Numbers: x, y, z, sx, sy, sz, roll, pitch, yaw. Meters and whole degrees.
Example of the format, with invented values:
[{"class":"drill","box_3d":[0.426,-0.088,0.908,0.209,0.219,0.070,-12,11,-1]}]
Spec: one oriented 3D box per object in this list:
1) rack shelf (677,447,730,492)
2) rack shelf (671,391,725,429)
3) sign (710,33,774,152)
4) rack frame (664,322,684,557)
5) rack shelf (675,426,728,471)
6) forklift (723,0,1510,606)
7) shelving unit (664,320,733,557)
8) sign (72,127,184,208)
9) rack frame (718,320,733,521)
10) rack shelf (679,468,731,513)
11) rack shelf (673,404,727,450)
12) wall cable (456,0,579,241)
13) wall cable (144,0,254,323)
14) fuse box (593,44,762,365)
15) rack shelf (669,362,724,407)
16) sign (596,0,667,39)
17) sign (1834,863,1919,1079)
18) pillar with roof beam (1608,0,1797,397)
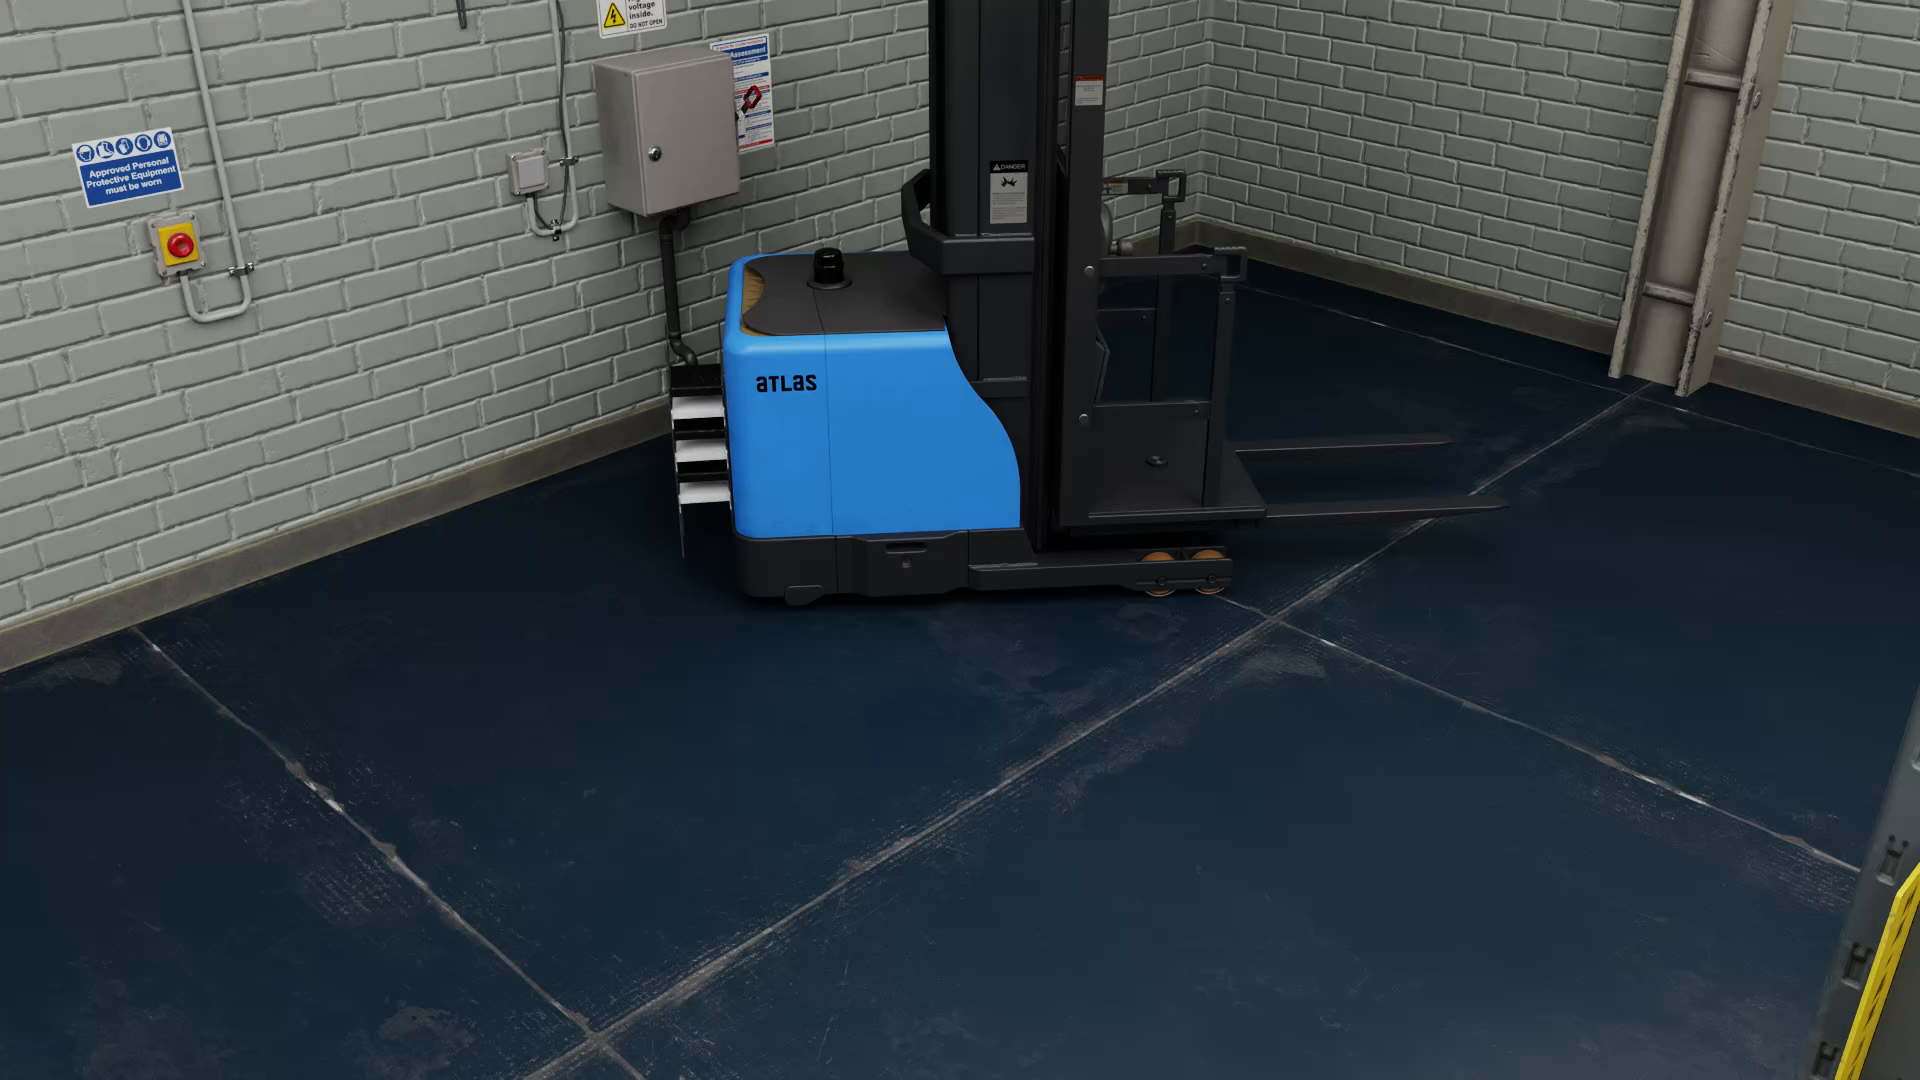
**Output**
[{"class":"rack shelf","box_3d":[-1.017,-0.283,6.586,0.200,0.077,0.258,-4,28,-7]},{"class":"rack shelf","box_3d":[-1.017,-0.522,6.460,0.200,0.077,0.258,-4,28,-7]},{"class":"sign","box_3d":[-0.965,-1.979,7.394,0.001,0.494,0.329,25,36,38]},{"class":"rack frame","box_3d":[-1.118,-0.385,6.516,0.006,0.900,0.240,-4,28,-7]},{"class":"rack shelf","box_3d":[-1.017,-0.363,6.544,0.200,0.077,0.258,-4,28,-7]},{"class":"forklift","box_3d":[0.624,-1.325,6.120,3.031,2.935,1.130,-3,28,-5]},{"class":"shelving unit","box_3d":[-1.017,-0.392,6.529,0.210,0.900,0.258,-4,28,-7]},{"class":"sign","box_3d":[-2.818,-1.264,5.641,0.001,0.218,0.327,25,36,38]},{"class":"rack frame","box_3d":[-0.917,-0.399,6.542,0.006,0.900,0.240,-4,28,-7]},{"class":"rack shelf","box_3d":[-1.017,-0.203,6.628,0.200,0.077,0.258,-4,28,-7]},{"class":"rack shelf","box_3d":[-1.017,-0.442,6.502,0.200,0.077,0.258,-4,28,-7]},{"class":"wall cable","box_3d":[-1.754,-2.065,6.362,0.122,1.984,0.588,25,36,38]},{"class":"wall cable","box_3d":[-2.740,-1.604,5.452,0.123,1.953,0.585,25,36,38]},{"class":"fuse box","box_3d":[-1.163,-1.220,7.231,0.414,1.711,0.539,25,36,38]},{"class":"rack shelf","box_3d":[-1.017,-0.602,6.419,0.200,0.077,0.258,-4,28,-7]},{"class":"sign","box_3d":[-1.350,-2.205,6.833,0.001,0.242,0.339,25,36,38]},{"class":"sign","box_3d":[0.904,0.456,1.645,0.005,0.325,0.100,25,36,38]},{"class":"pillar with roof beam","box_3d":[0.465,-3.362,3.475,0.400,9.000,9.100,25,36,38]}]
